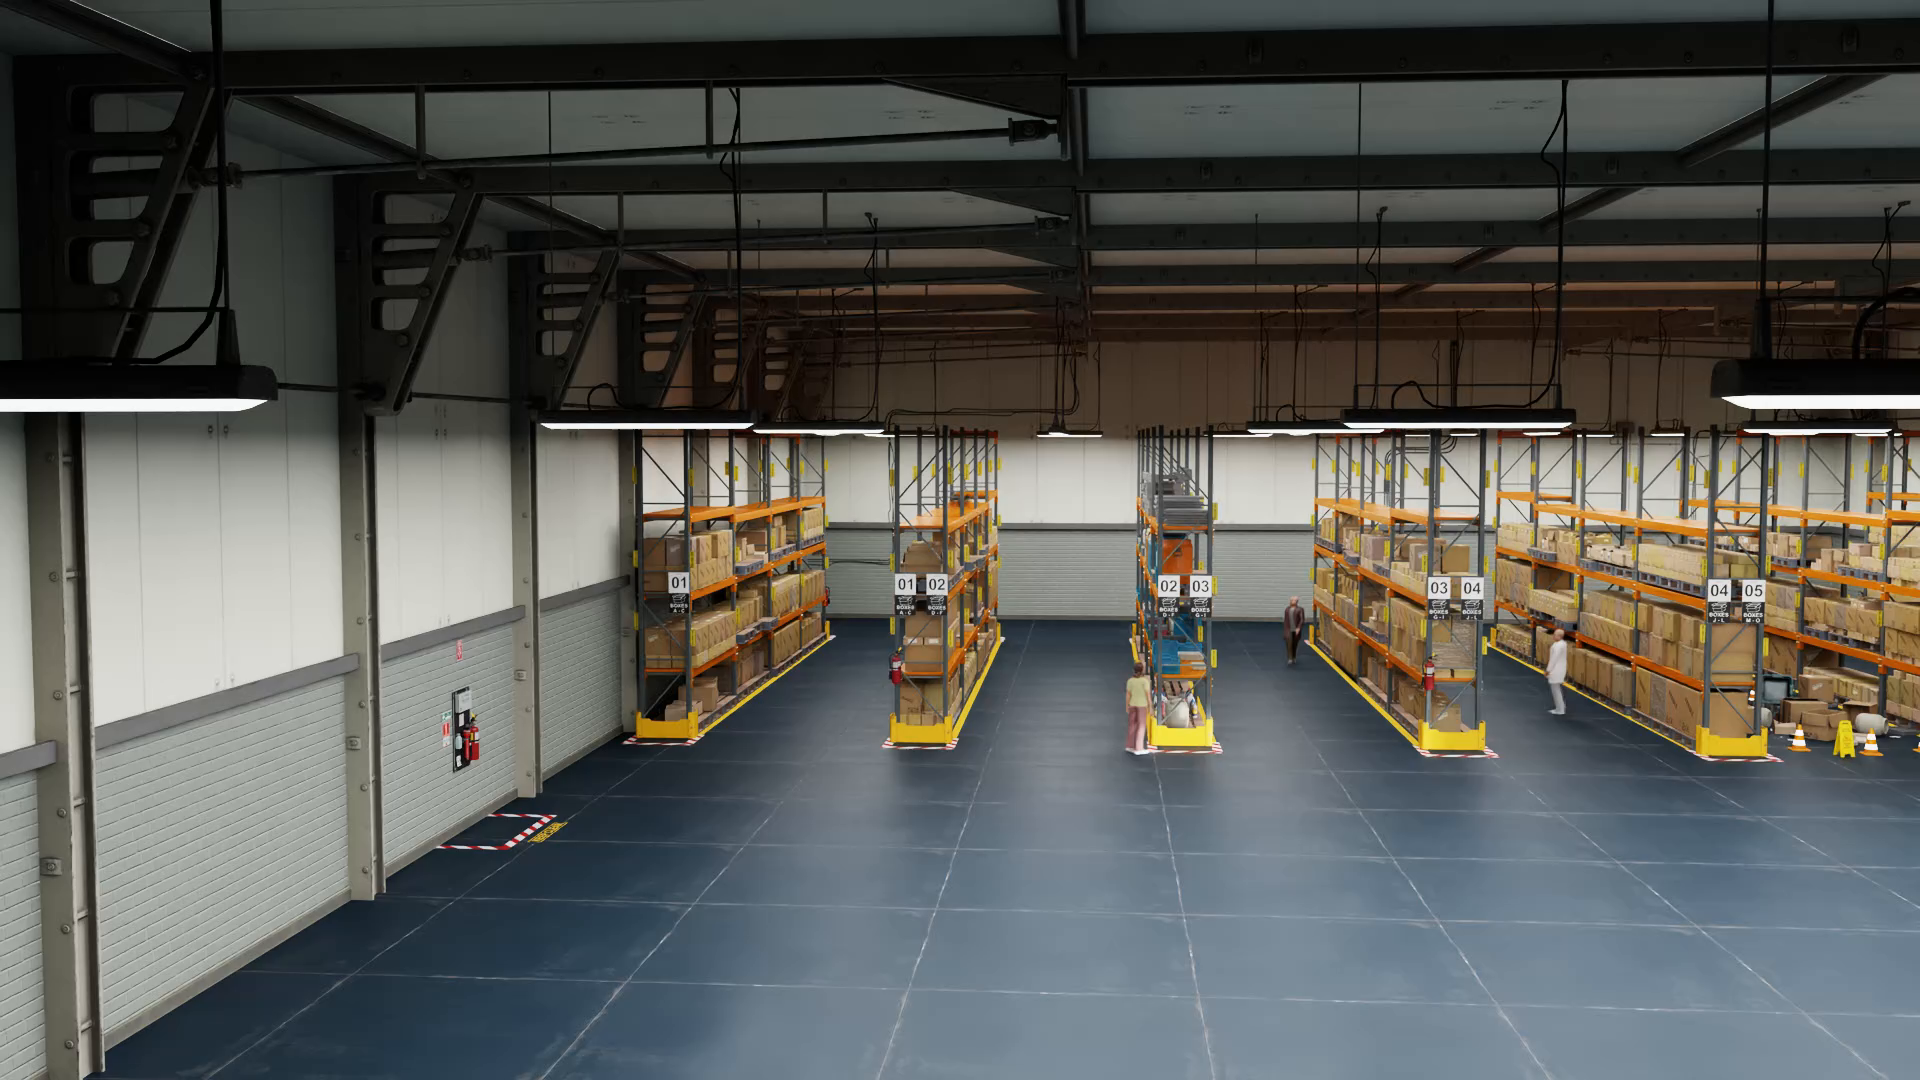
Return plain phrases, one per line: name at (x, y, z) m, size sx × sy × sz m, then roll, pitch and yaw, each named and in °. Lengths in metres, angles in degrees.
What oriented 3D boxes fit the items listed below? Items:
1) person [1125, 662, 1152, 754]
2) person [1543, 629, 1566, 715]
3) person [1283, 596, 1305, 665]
person at (3.277, 3.082, 30.378) m, size 0.553 × 1.708 × 0.411 m, roll 3°, pitch 4°, yaw 37°
person at (12.412, 2.809, 34.614) m, size 0.618 × 1.746 × 0.515 m, roll -2°, pitch 4°, yaw -36°
person at (8.484, 2.290, 42.280) m, size 0.537 × 1.715 × 1.126 m, roll 0°, pitch 3°, yaw 3°
